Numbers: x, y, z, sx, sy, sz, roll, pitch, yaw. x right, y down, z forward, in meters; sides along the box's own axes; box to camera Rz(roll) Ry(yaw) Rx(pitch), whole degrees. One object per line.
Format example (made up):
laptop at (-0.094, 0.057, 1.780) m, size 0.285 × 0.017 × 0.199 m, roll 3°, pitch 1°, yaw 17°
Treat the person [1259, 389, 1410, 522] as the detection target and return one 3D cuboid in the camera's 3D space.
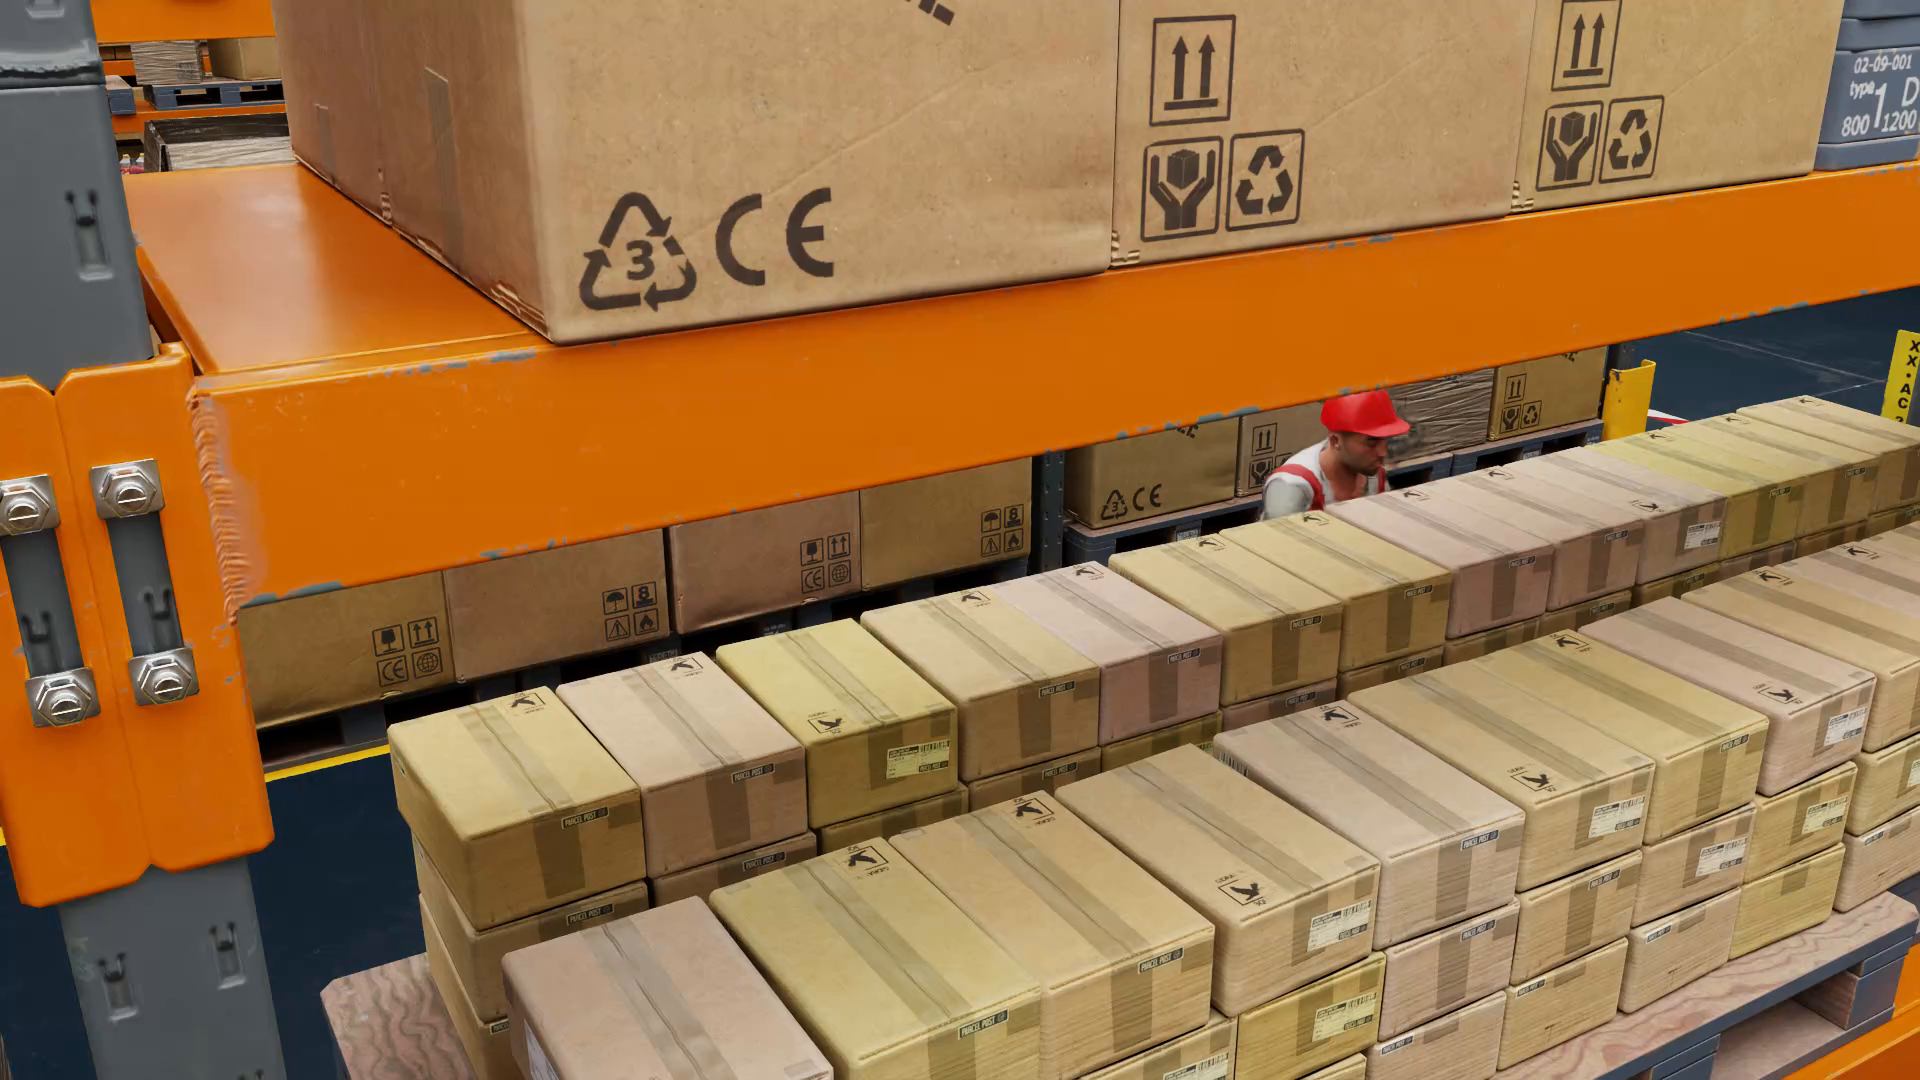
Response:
person at (1.148, 0.313, 5.315) m, size 0.485 × 1.747 × 0.594 m, roll -13°, pitch 25°, yaw -29°
